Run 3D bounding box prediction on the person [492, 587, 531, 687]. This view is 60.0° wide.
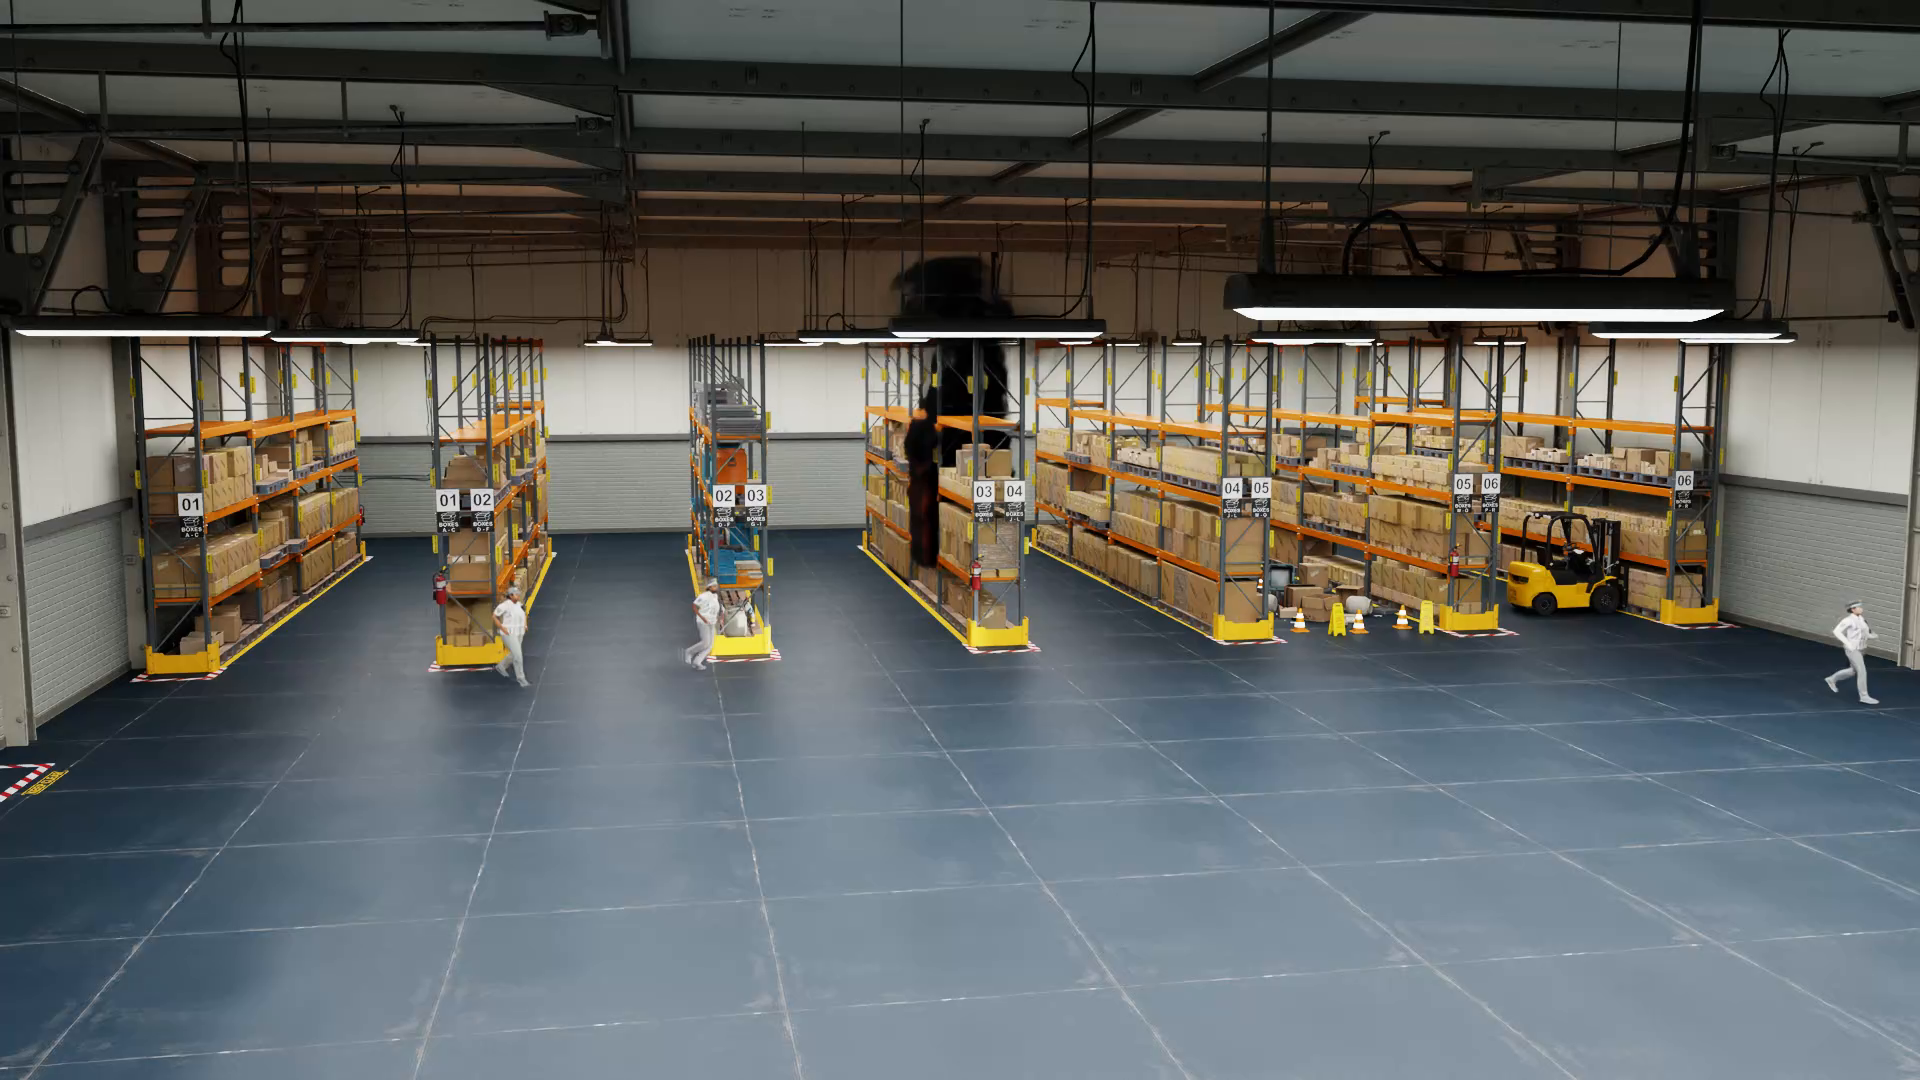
[{"bbox_3d":[-7.689,1.647,28.587,0.905,1.690,0.624,3,7,26],"label":"person"}]

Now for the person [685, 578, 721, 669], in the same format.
[{"bbox_3d":[-4.592,1.492,30.009,0.566,1.611,0.650,4,8,31],"label":"person"}]

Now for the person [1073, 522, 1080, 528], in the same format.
[{"bbox_3d":[3.423,-0.786,49.746,0.517,1.615,0.599,5,8,37],"label":"person"}]

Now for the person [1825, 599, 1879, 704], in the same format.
[{"bbox_3d":[14.542,1.780,27.070,0.606,1.670,0.906,-5,8,-37],"label":"person"}]
